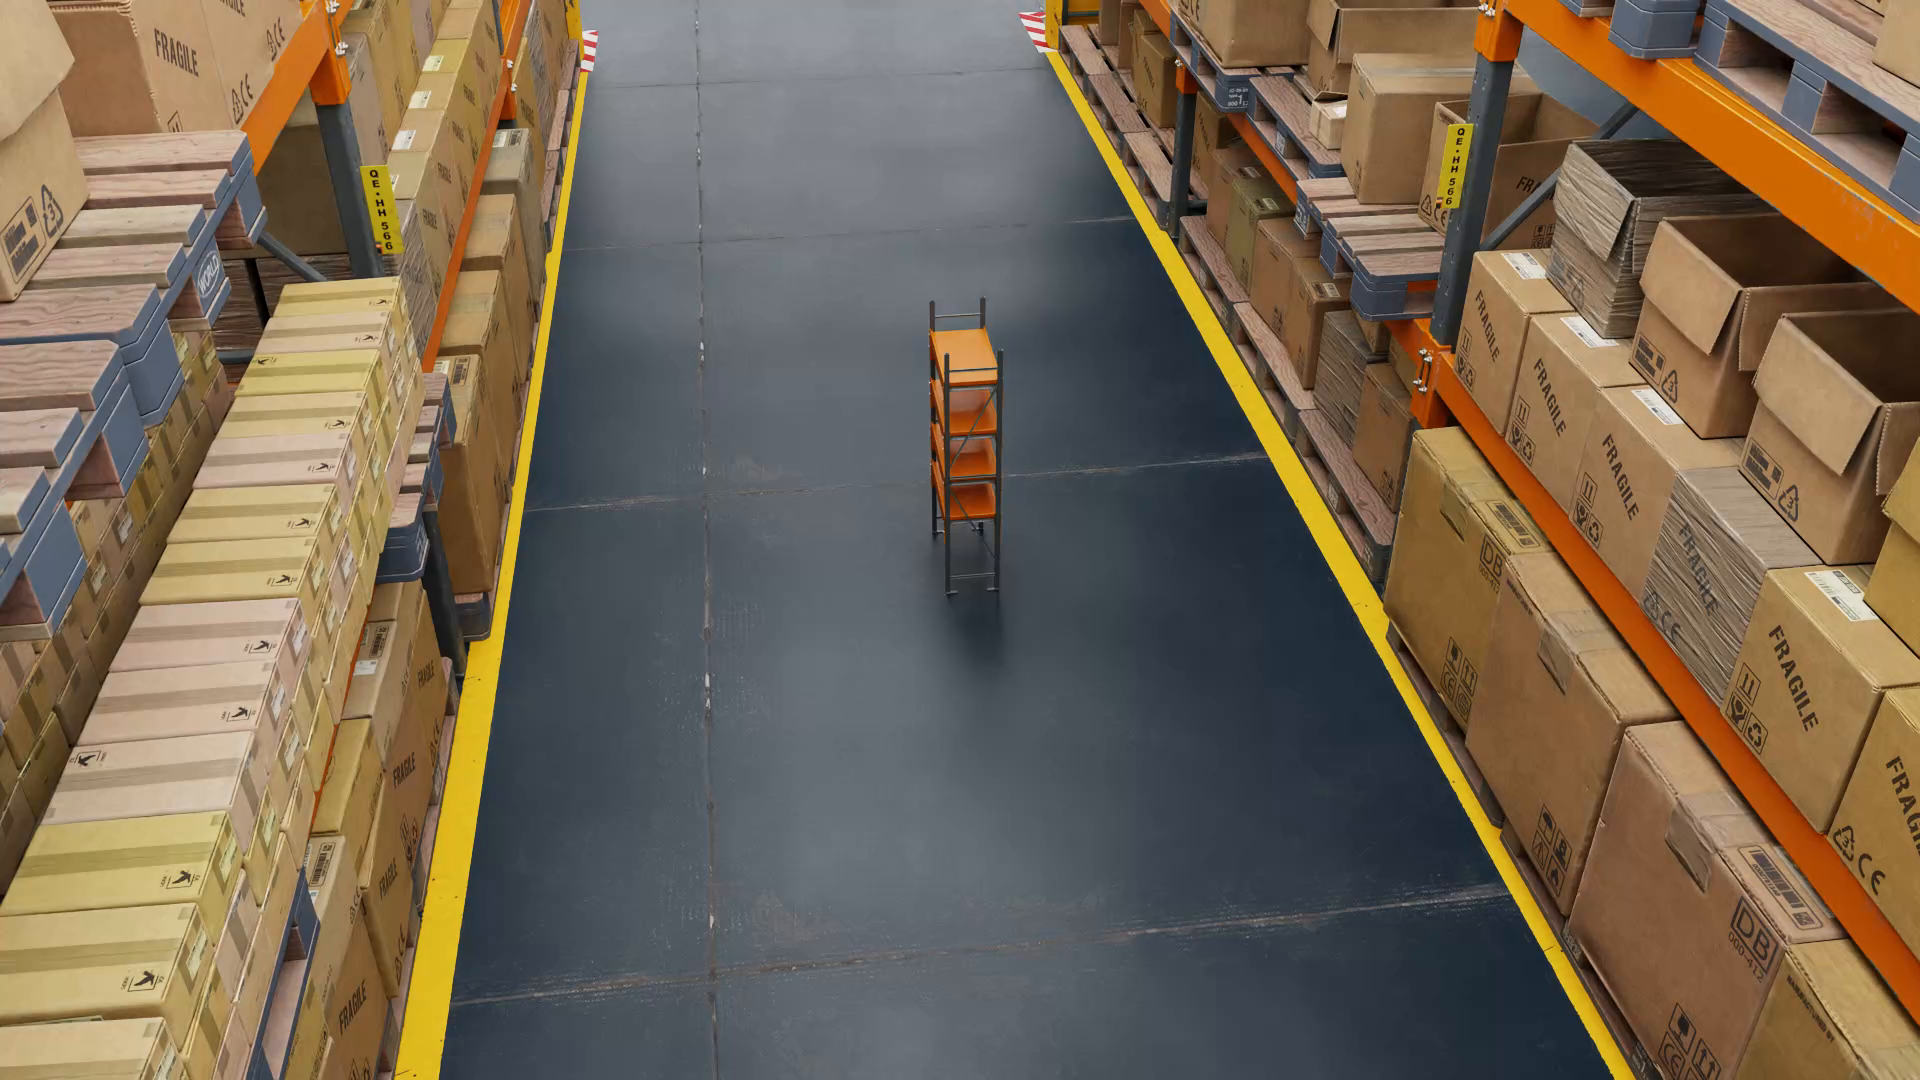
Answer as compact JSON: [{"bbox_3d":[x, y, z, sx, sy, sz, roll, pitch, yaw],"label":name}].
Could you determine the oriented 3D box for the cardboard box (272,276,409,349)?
[{"bbox_3d":[-2.040,-0.739,5.492,0.380,0.149,0.250,-6,35,-8],"label":"cardboard box"}]

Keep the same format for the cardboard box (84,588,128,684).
[{"bbox_3d":[-2.520,0.273,4.536,0.380,0.149,0.250,-4,34,-6],"label":"cardboard box"}]

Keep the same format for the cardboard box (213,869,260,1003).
[{"bbox_3d":[-1.692,0.835,3.448,0.380,0.149,0.250,-4,34,-5],"label":"cardboard box"}]

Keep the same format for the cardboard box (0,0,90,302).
[{"bbox_3d":[-2.100,-0.757,3.070,0.797,0.503,0.637,-5,35,-7],"label":"cardboard box"}]

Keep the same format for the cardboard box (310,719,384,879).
[{"bbox_3d":[-2.077,0.815,5.071,0.500,0.250,0.500,-4,34,-5],"label":"cardboard box"}]

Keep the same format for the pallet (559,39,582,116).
[{"bbox_3d":[-3.452,-3.533,12.748,1.003,0.211,1.213,-4,35,-6],"label":"pallet"}]

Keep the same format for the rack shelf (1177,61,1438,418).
[{"bbox_3d":[2.099,-1.800,8.366,1.077,0.370,4.000,-4,35,-6],"label":"rack shelf"}]

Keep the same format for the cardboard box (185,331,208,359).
[{"bbox_3d":[-2.690,-0.702,5.439,0.380,0.149,0.250,-4,35,-6],"label":"cardboard box"}]

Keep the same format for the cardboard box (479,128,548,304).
[{"bbox_3d":[-2.926,-1.798,9.350,1.050,0.750,0.750,-5,35,-7],"label":"cardboard box"}]

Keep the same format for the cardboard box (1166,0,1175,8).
[{"bbox_3d":[1.485,-3.347,10.221,0.380,0.149,0.250,-4,35,-6],"label":"cardboard box"}]

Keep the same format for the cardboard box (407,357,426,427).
[{"bbox_3d":[-2.039,-0.491,5.657,0.380,0.149,0.250,-4,34,-6],"label":"cardboard box"}]

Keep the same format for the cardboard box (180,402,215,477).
[{"bbox_3d":[-2.665,-0.317,5.401,0.380,0.149,0.250,-3,34,-4],"label":"cardboard box"}]

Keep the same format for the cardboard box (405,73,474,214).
[{"bbox_3d":[-2.557,-1.817,7.664,0.500,0.500,0.500,-5,35,-7],"label":"cardboard box"}]

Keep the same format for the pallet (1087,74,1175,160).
[{"bbox_3d":[1.537,-3.115,12.134,1.003,0.211,1.213,-4,35,-6],"label":"pallet"}]

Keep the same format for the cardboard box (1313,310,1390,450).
[{"bbox_3d":[2.171,-0.811,8.105,0.700,0.500,0.500,-7,35,-10],"label":"cardboard box"}]

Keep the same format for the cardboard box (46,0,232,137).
[{"bbox_3d":[-2.089,-1.086,3.927,0.500,0.500,0.500,-4,35,-6],"label":"cardboard box"}]

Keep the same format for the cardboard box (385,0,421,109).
[{"bbox_3d":[-2.821,-2.221,7.369,0.700,0.500,0.500,-5,35,-7],"label":"cardboard box"}]

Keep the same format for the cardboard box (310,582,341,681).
[{"bbox_3d":[-1.832,0.250,4.305,0.380,0.149,0.250,-5,35,-7],"label":"cardboard box"}]

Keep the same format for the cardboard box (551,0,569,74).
[{"bbox_3d":[-3.480,-4.048,12.540,0.875,0.875,0.875,-4,34,-6],"label":"cardboard box"}]

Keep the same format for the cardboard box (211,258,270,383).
[{"bbox_3d":[-2.887,-0.934,6.368,0.500,0.500,0.500,-4,35,-6],"label":"cardboard box"}]

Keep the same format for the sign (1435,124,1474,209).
[{"bbox_3d":[1.831,-1.380,6.154,0.100,0.325,0.005,-4,35,-6],"label":"sign"}]

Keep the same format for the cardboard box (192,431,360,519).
[{"bbox_3d":[-1.908,-0.168,4.655,0.380,0.149,0.250,-4,35,-6],"label":"cardboard box"}]

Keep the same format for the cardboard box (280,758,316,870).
[{"bbox_3d":[-1.760,0.670,3.954,0.380,0.149,0.250,-6,35,-8],"label":"cardboard box"}]

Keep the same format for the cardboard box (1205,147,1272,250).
[{"bbox_3d":[1.891,-2.018,9.876,0.700,0.500,0.500,-7,35,-10],"label":"cardboard box"}]

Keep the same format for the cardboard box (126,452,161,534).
[{"bbox_3d":[-2.583,-0.129,4.862,0.380,0.149,0.250,-4,35,-6],"label":"cardboard box"}]

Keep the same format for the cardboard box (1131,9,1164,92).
[{"bbox_3d":[1.539,-3.554,12.149,0.500,0.500,0.500,-1,34,-2],"label":"cardboard box"}]

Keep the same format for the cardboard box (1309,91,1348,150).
[{"bbox_3d":[1.876,-2.009,7.781,0.396,0.266,0.258,-5,35,-8],"label":"cardboard box"}]

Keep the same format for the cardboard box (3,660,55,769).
[{"bbox_3d":[-2.453,0.435,4.034,0.380,0.149,0.250,-4,35,-6],"label":"cardboard box"}]

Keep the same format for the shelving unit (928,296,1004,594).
[{"bbox_3d":[0.022,-0.403,7.277,0.258,1.200,0.503,-4,35,-6],"label":"shelving unit"}]

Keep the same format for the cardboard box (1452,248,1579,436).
[{"bbox_3d":[2.164,-0.731,6.070,0.500,0.500,0.500,-3,34,-5],"label":"cardboard box"}]

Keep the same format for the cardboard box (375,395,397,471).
[{"bbox_3d":[-1.967,-0.318,5.139,0.380,0.149,0.250,-4,34,-5],"label":"cardboard box"}]

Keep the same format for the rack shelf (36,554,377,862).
[{"bbox_3d":[-2.292,0.752,4.622,1.077,0.370,4.000,-4,35,-6],"label":"rack shelf"}]

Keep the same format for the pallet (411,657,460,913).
[{"bbox_3d":[-2.457,0.927,6.203,1.003,0.211,1.213,-4,35,-6],"label":"pallet"}]

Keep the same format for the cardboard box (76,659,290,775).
[{"bbox_3d":[-1.762,0.419,3.793,0.380,0.149,0.250,-5,35,-7],"label":"cardboard box"}]

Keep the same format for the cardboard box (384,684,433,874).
[{"bbox_3d":[-2.147,0.835,5.708,0.500,0.500,0.500,-3,34,-4],"label":"cardboard box"}]

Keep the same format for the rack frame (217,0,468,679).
[{"bbox_3d":[-2.561,-0.662,6.058,1.000,3.000,0.127,-4,35,-6],"label":"rack frame"}]

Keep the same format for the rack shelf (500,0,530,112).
[{"bbox_3d":[-3.368,-3.713,11.173,1.077,0.370,4.000,-4,35,-6],"label":"rack shelf"}]

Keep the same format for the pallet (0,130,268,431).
[{"bbox_3d":[-2.143,-0.523,3.357,1.213,0.211,1.003,-4,35,-6],"label":"pallet"}]

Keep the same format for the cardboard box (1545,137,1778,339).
[{"bbox_3d":[2.450,-1.028,5.615,0.797,0.503,0.637,-3,34,-5],"label":"cardboard box"}]

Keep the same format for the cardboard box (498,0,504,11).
[{"bbox_3d":[-3.257,-3.466,10.039,0.875,0.550,0.550,-4,35,-6],"label":"cardboard box"}]

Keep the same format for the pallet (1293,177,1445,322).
[{"bbox_3d":[2.166,-1.291,7.152,1.213,0.211,1.003,-4,35,-6],"label":"pallet"}]

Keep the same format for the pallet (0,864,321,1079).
[{"bbox_3d":[-1.981,1.212,3.478,1.003,0.211,1.213,-4,35,-6],"label":"pallet"}]

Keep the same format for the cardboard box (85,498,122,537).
[{"bbox_3d":[-2.550,-0.119,4.583,0.380,0.149,0.250,-3,34,-4],"label":"cardboard box"}]

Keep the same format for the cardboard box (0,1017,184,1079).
[{"bbox_3d":[-1.620,1.000,2.941,0.380,0.149,0.250,-3,34,-4],"label":"cardboard box"}]

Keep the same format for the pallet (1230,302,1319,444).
[{"bbox_3d":[2.103,-0.944,8.948,1.003,0.211,1.213,-4,35,-6],"label":"pallet"}]

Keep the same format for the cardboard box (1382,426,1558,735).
[{"bbox_3d":[2.440,0.110,6.439,1.225,0.875,0.875,-6,35,-9],"label":"cardboard box"}]

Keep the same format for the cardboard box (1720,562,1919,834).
[{"bbox_3d":[2.435,0.402,4.408,0.500,0.500,0.500,-5,35,-7],"label":"cardboard box"}]

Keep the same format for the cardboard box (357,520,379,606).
[{"bbox_3d":[-1.905,0.081,4.818,0.380,0.149,0.250,-6,35,-8],"label":"cardboard box"}]

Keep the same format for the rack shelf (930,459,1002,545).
[{"bbox_3d":[0.022,-0.184,7.426,0.258,0.148,0.480,-4,35,-6],"label":"rack shelf"}]
